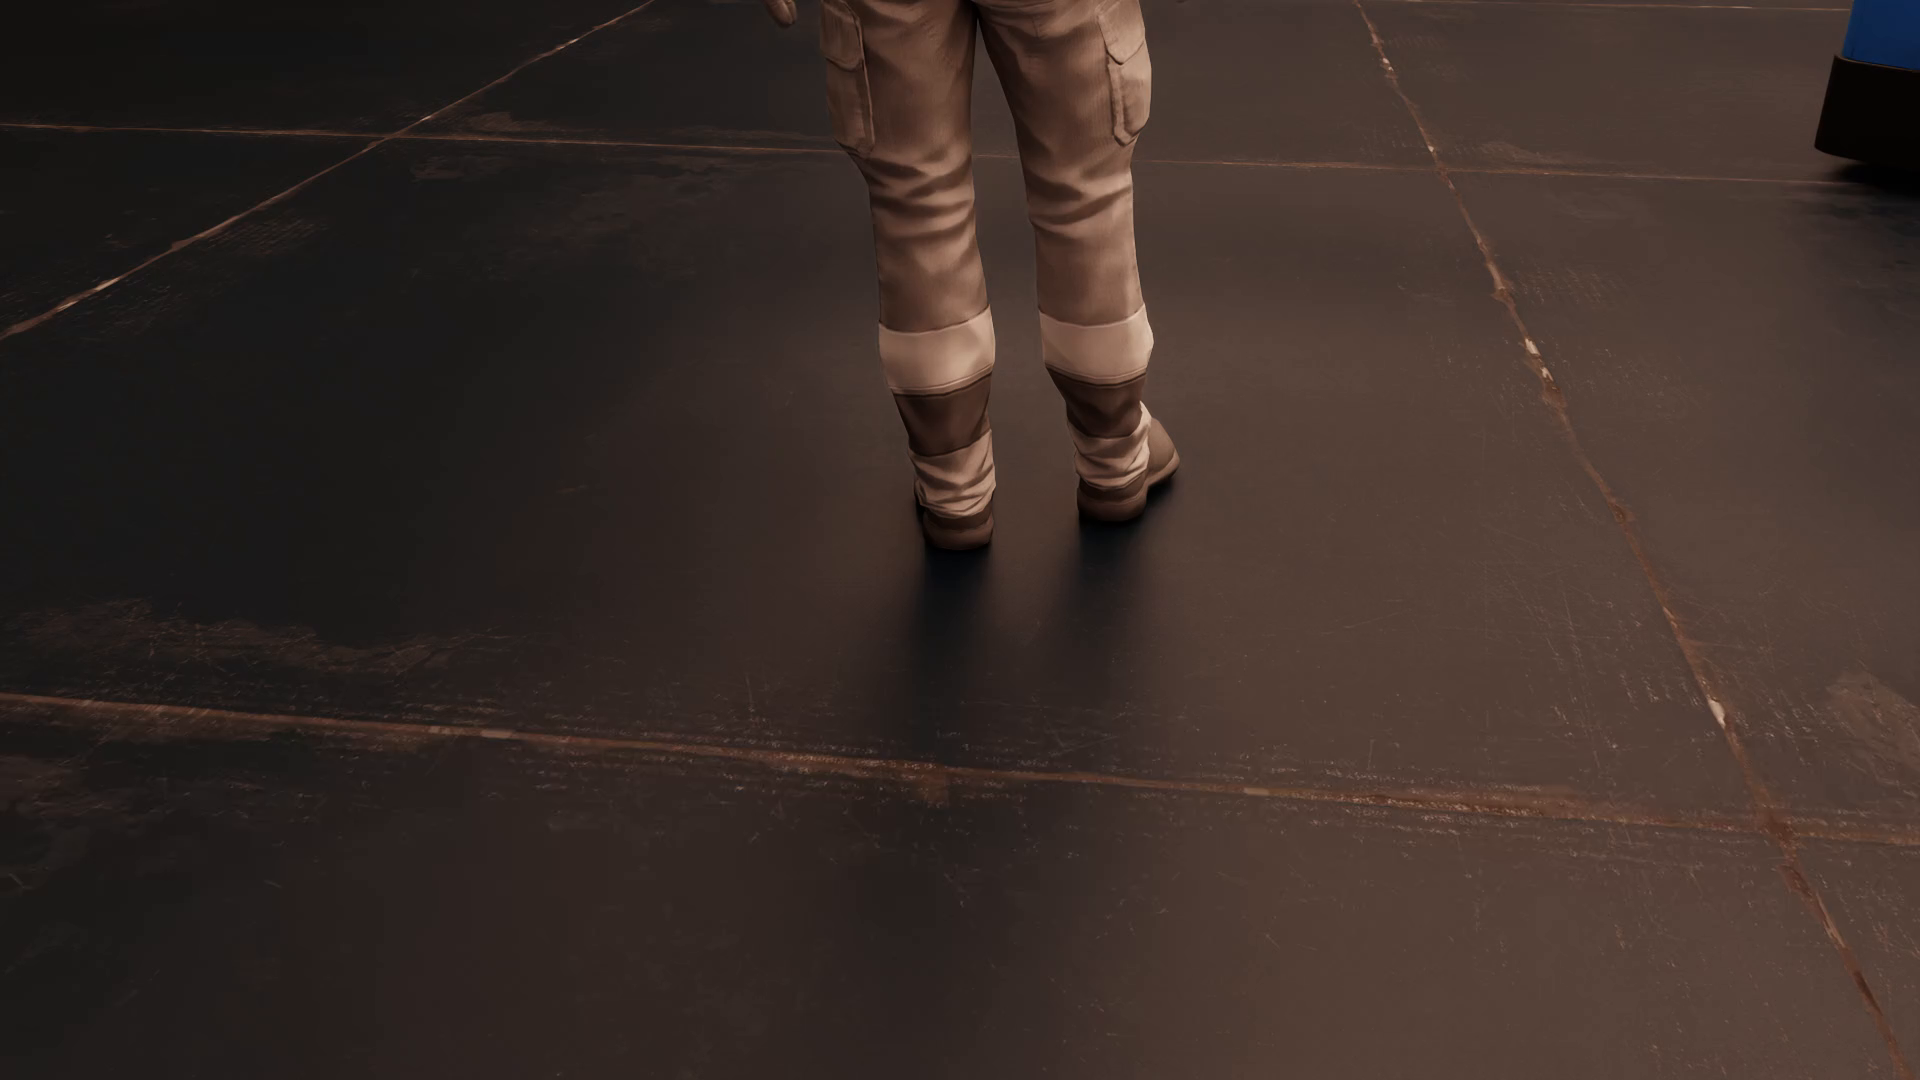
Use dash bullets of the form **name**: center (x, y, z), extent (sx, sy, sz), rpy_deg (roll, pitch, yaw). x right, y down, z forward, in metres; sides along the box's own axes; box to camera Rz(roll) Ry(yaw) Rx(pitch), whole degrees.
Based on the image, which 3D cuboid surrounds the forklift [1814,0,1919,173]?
- **forklift**: center (3.772, -2.490, 4.209), extent (3.031, 2.935, 1.130), rpy_deg (-18, 31, -31)

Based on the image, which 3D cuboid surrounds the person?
- **person**: center (0.023, -0.842, 2.168), extent (0.637, 1.790, 0.562), rpy_deg (3, 27, 7)
